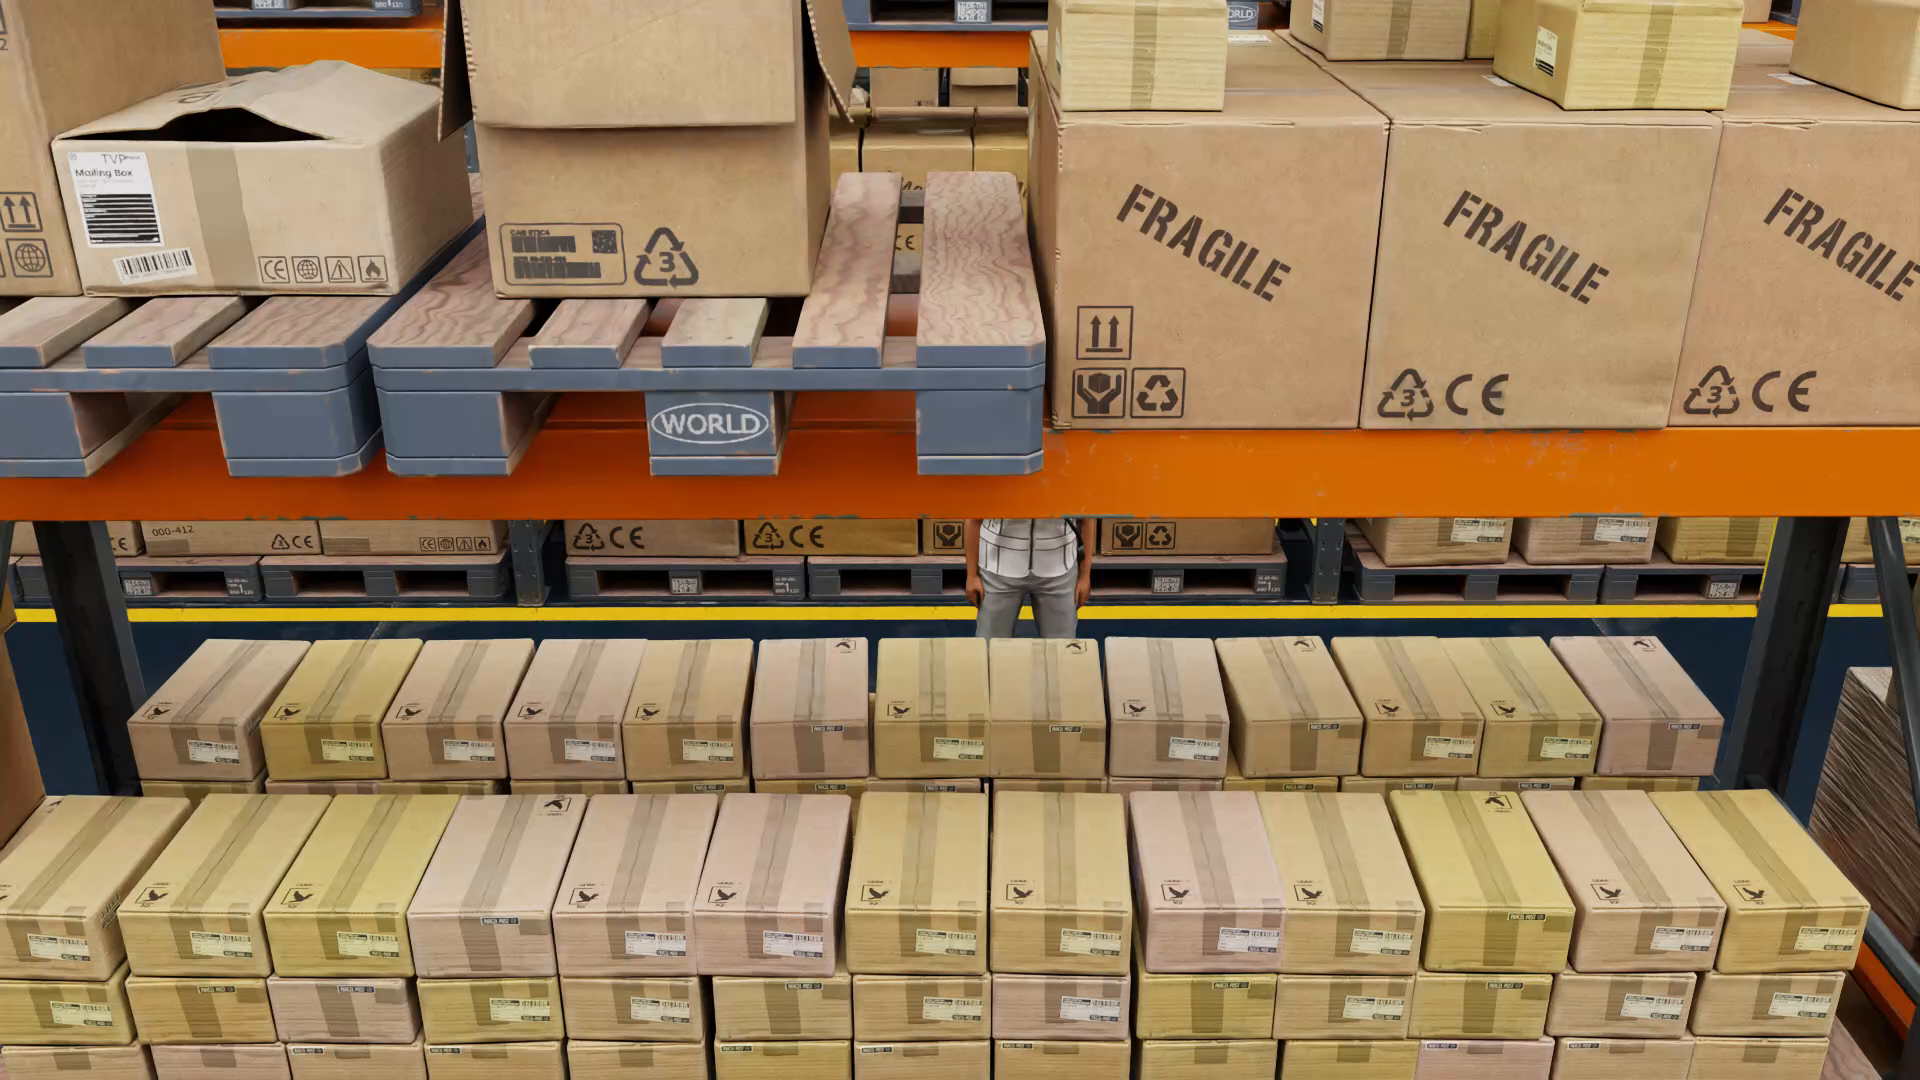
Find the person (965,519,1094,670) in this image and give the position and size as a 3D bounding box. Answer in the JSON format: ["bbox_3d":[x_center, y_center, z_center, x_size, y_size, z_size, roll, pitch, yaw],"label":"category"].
[{"bbox_3d":[0.274,0.158,6.746,0.537,1.665,0.468,-1,24,-1],"label":"person"}]
